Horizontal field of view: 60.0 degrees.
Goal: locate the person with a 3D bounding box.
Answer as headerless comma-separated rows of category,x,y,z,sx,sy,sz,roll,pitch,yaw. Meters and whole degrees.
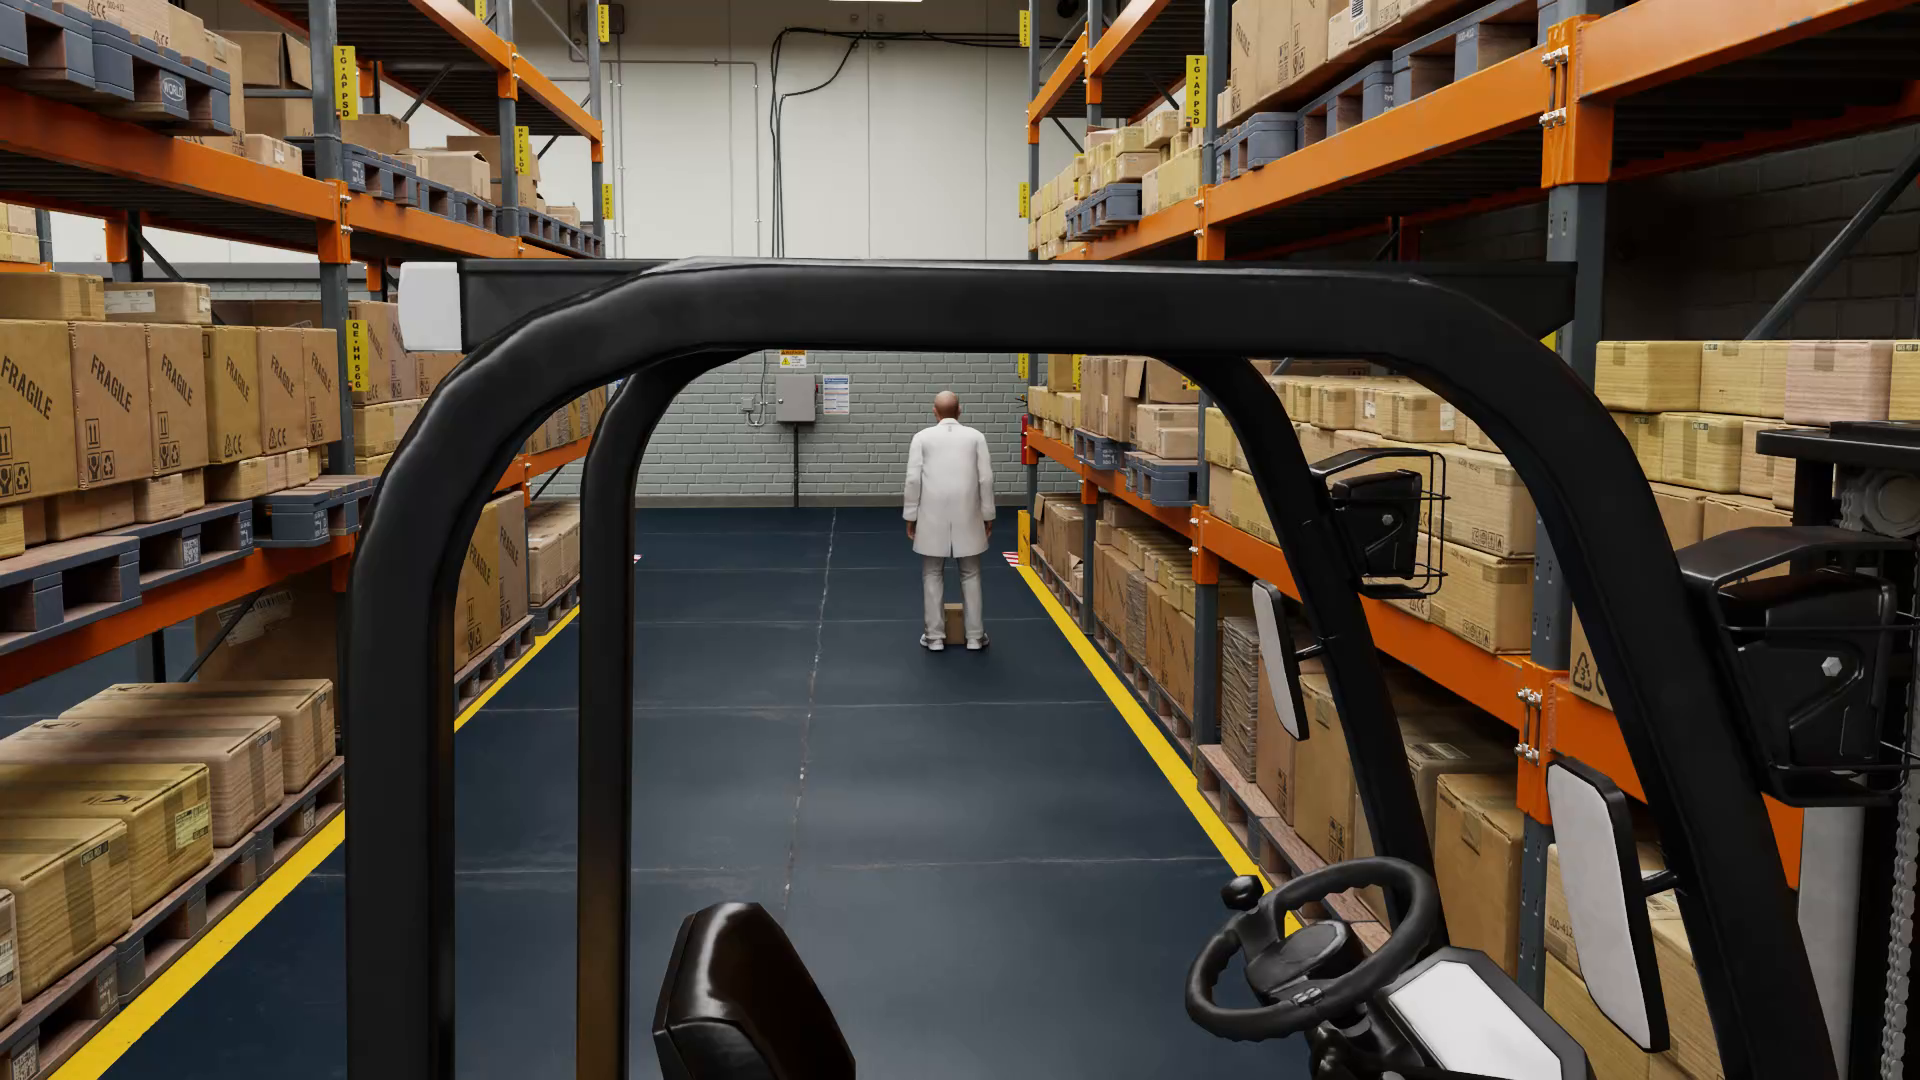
person,-0.065,-0.135,11.448,0.639,1.773,0.425,-1,7,-4
